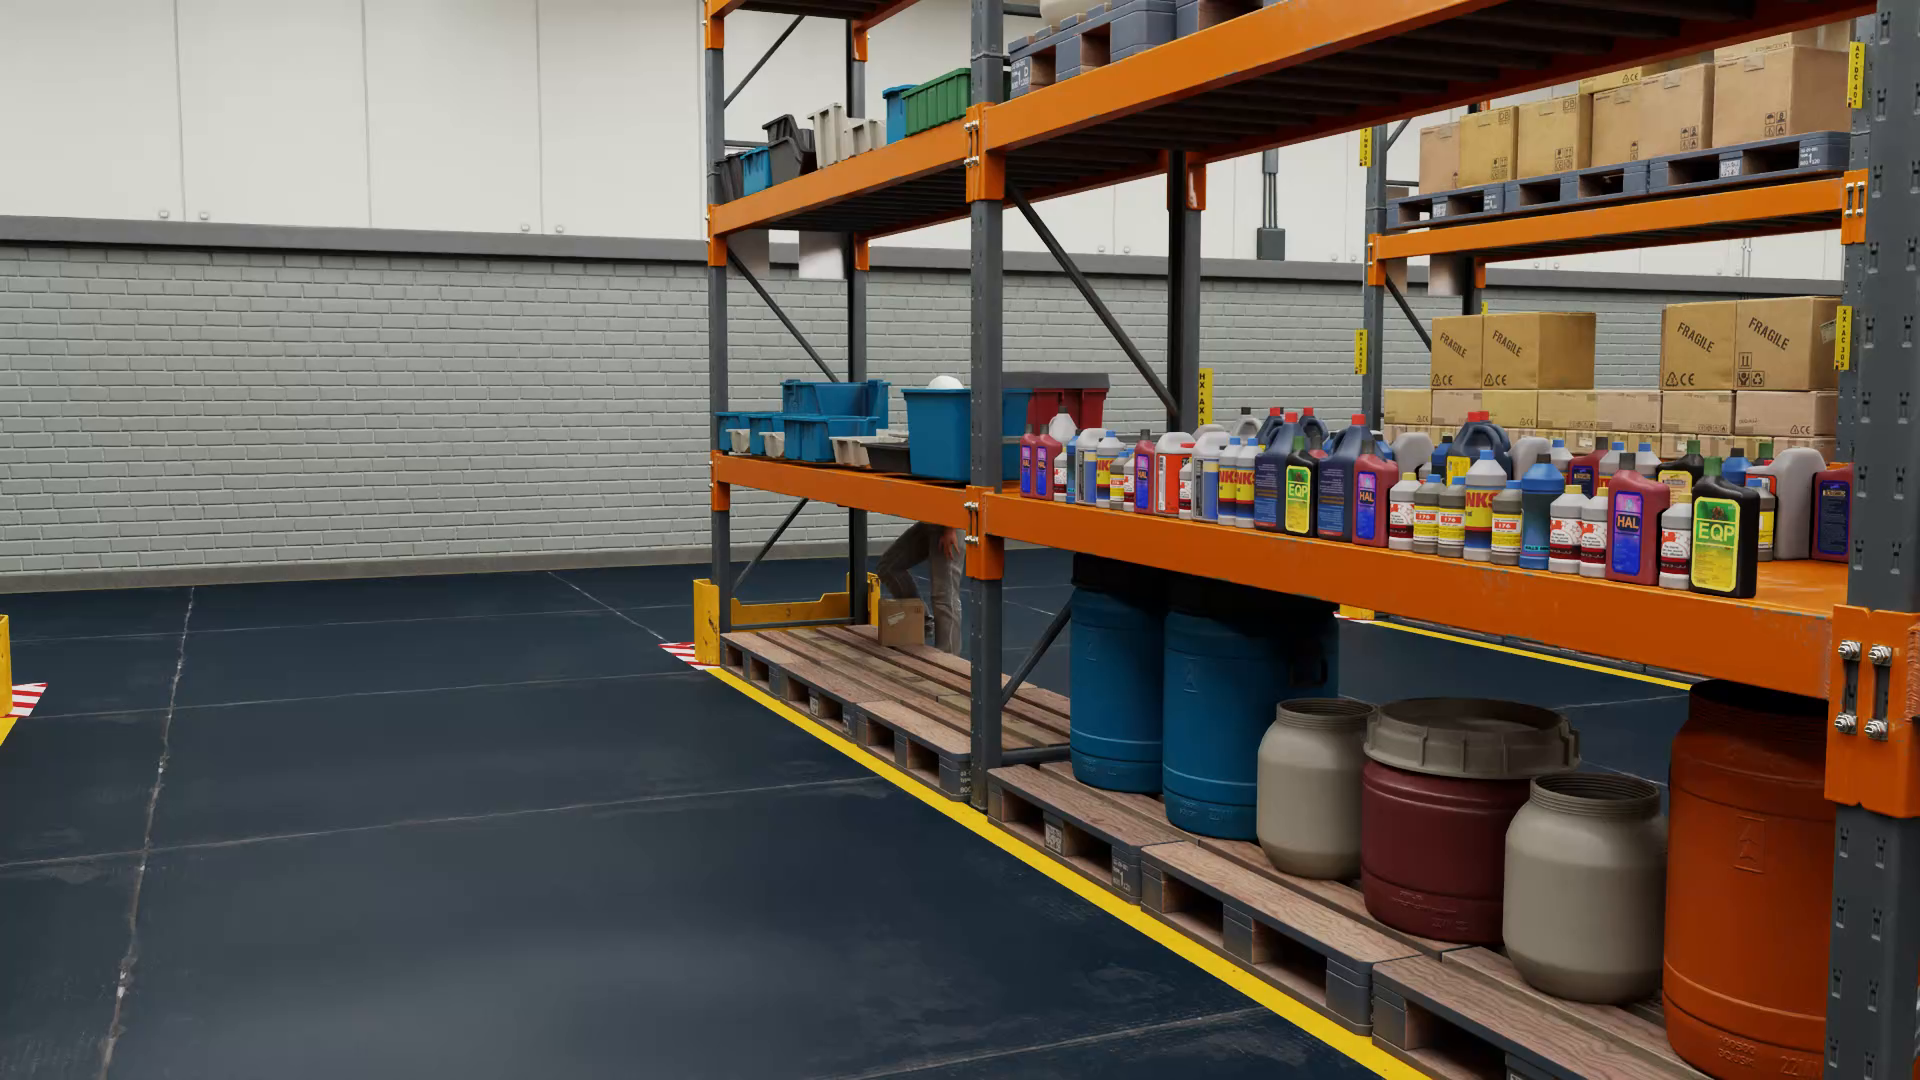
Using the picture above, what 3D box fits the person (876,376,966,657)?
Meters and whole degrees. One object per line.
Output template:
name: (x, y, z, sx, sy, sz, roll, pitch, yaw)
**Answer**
person: (-0.179, -0.078, 9.838, 0.614, 1.774, 0.634, -1, 5, -7)
